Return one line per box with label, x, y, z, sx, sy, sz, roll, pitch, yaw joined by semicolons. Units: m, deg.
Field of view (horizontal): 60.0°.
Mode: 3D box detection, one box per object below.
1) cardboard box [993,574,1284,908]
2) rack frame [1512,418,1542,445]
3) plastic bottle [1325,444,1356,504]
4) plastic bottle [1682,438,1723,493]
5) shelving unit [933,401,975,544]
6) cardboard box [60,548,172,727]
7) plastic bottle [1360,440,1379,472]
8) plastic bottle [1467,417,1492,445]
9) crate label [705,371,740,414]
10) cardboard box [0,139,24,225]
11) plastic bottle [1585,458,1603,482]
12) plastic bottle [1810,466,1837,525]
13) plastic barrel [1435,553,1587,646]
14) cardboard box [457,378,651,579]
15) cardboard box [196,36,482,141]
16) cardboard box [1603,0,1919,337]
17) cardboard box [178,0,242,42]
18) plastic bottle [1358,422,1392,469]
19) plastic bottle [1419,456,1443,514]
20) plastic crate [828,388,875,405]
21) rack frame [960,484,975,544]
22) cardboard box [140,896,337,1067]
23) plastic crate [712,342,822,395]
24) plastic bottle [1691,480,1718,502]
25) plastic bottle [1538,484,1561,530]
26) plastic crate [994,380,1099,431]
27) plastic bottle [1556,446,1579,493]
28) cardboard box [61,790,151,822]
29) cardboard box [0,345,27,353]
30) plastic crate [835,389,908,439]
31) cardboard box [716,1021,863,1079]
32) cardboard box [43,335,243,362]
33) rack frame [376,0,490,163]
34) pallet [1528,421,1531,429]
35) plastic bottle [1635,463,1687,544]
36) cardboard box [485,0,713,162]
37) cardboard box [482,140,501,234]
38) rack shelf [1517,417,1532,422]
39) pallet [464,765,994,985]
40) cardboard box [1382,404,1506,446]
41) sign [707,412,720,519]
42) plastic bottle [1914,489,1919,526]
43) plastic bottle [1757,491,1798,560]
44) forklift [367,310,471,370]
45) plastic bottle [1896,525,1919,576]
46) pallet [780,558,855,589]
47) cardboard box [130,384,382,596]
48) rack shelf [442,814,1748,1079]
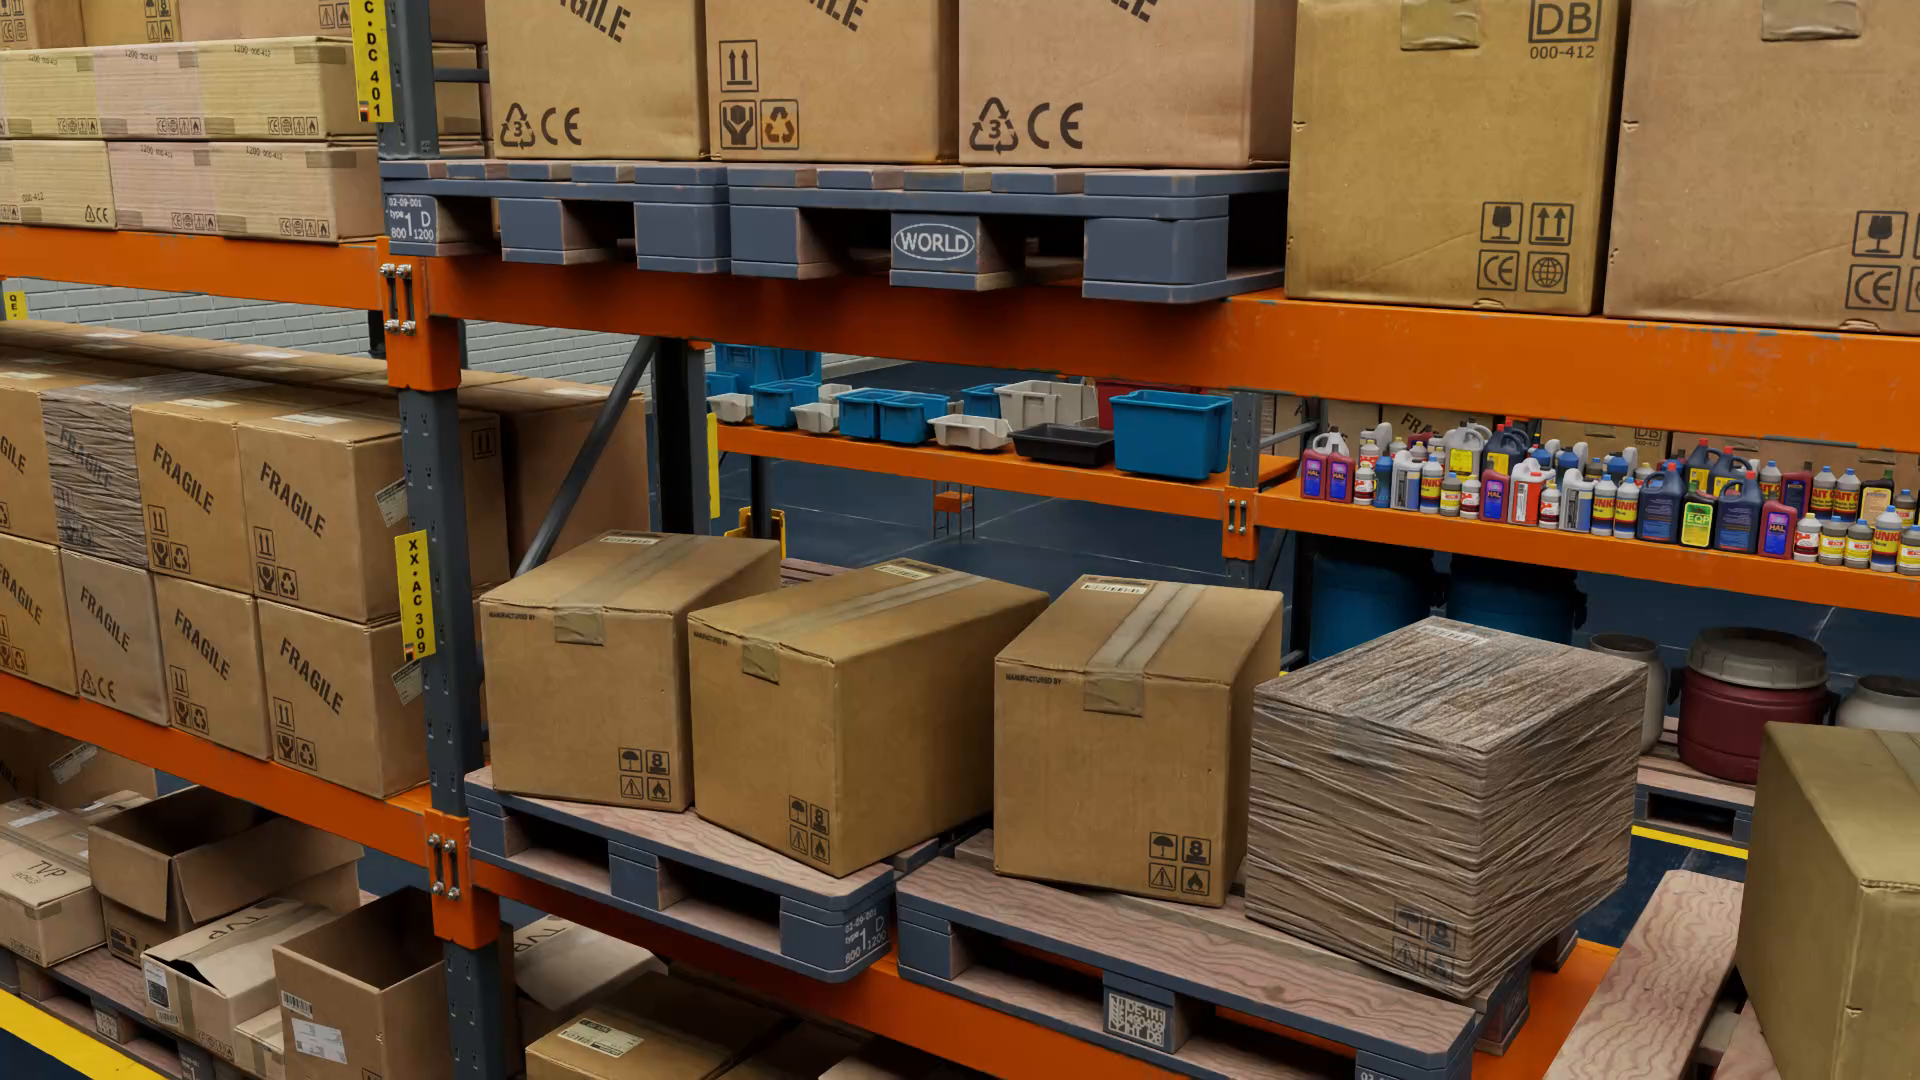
cardboard box;0.422;0.424;3.785;0.500;0.500;0.700;5;15;19
rack frame;4.453;-1.523;12.732;0.127;3.000;1.000;9;17;33
plastic bottle;1.866;-0.326;8.142;0.133;0.283;0.061;9;17;33
plastic bottle;3.548;-0.305;7.917;0.185;0.351;0.144;9;17;33
shelving unit;-0.044;-0.517;12.726;0.252;1.050;0.215;9;17;33
cardboard box;-2.493;0.250;5.361;0.500;0.500;0.500;10;17;34
plastic bottle;2.142;-0.423;8.702;0.097;0.201;0.097;0;14;0
plastic bottle;2.634;-0.453;8.514;0.185;0.351;0.144;9;17;33
crate label;-1.609;-0.921;10.523;0.303;0.233;0.416;9;17;33
cardboard box;-2.871;-1.146;5.279;0.500;0.250;0.500;9;17;33
plastic bottle;3.141;-0.305;8.228;0.097;0.201;0.097;0;14;0
plastic bottle;3.982;-0.204;7.671;0.097;0.271;0.097;0;14;0
plastic barrel;2.718;0.451;8.252;0.708;0.901;0.600;9;17;33
cardboard box;-1.313;-0.201;5.104;0.500;0.500;0.500;10;17;34
cardboard box;-1.634;-1.185;4.397;0.500;0.250;0.500;9;17;33
cardboard box;1.436;-0.636;2.701;0.500;0.500;0.910;9;17;33
cardboard box;-1.839;-1.691;4.880;0.500;0.500;0.700;9;17;33
plastic bottle;2.196;-0.486;8.804;0.135;0.276;0.152;9;17;33
plastic bottle;2.245;-0.264;7.917;0.097;0.271;0.097;0;14;0
plastic crate;-0.620;-0.858;10.469;0.243;0.136;0.396;9;17;33
rack frame;0.057;-0.500;12.660;0.008;1.050;0.200;9;17;33
cardboard box;-2.332;1.423;5.511;0.500;0.311;0.500;9;17;33
plastic crate;-1.248;-1.110;10.867;0.499;0.435;0.616;9;17;33
plastic bottle;3.256;-0.119;7.305;0.133;0.283;0.061;9;17;33
plastic bottle;2.710;-0.155;7.622;0.097;0.201;0.097;0;14;0
plastic crate;0.525;-0.748;9.725;0.530;0.282;0.437;9;17;33
plastic bottle;2.975;-0.322;8.150;0.097;0.271;0.097;0;14;0
cardboard box;-3.523;1.173;6.821;0.250;0.166;0.380;9;17;33
cardboard box;-3.739;-0.438;6.060;0.500;0.500;0.500;9;17;33
plastic crate;-0.517;-0.744;9.810;0.300;0.233;0.416;9;17;33
cardboard box;-0.365;1.635;4.264;0.500;0.500;0.500;9;17;34
cardboard box;-3.023;-0.477;6.220;0.500;0.500;0.500;10;17;34
rack frame;-1.079;-2.460;4.034;0.127;3.000;1.000;9;17;33
pallet;5.712;-1.391;18.003;1.213;0.211;1.003;9;17;33
plastic bottle;3.113;-0.169;7.368;0.185;0.351;0.144;9;17;33
cardboard box;-0.702;-1.223;3.987;0.600;0.600;0.600;7;16;28
cardboard box;-1.344;-1.046;4.875;0.500;0.250;0.500;9;17;33
rack shelf;6.113;-0.905;11.735;4.000;0.370;1.077;9;17;33
pallet;-0.477;0.674;4.257;1.213;0.211;1.003;9;17;33
cardboard box;3.950;-0.800;13.359;0.875;0.875;0.875;9;17;33
sign;-0.772;-0.221;5.064;0.005;0.325;0.100;9;17;33
plastic bottle;4.360;-0.154;7.444;0.133;0.283;0.061;9;17;33
plastic bottle;3.486;-0.064;7.084;0.133;0.283;0.061;9;17;33
forklift;-4.181;-1.166;11.435;3.031;2.935;1.130;-7;15;-26
plastic bottle;3.915;0.039;6.835;0.097;0.201;0.097;0;14;0
pallet;-0.968;0.400;10.766;1.213;0.211;1.003;9;17;33
cardboard box;-2.069;-0.166;4.963;0.500;0.500;0.500;9;16;32
rack shelf;0.581;1.070;3.757;4.000;0.370;1.077;9;17;33
